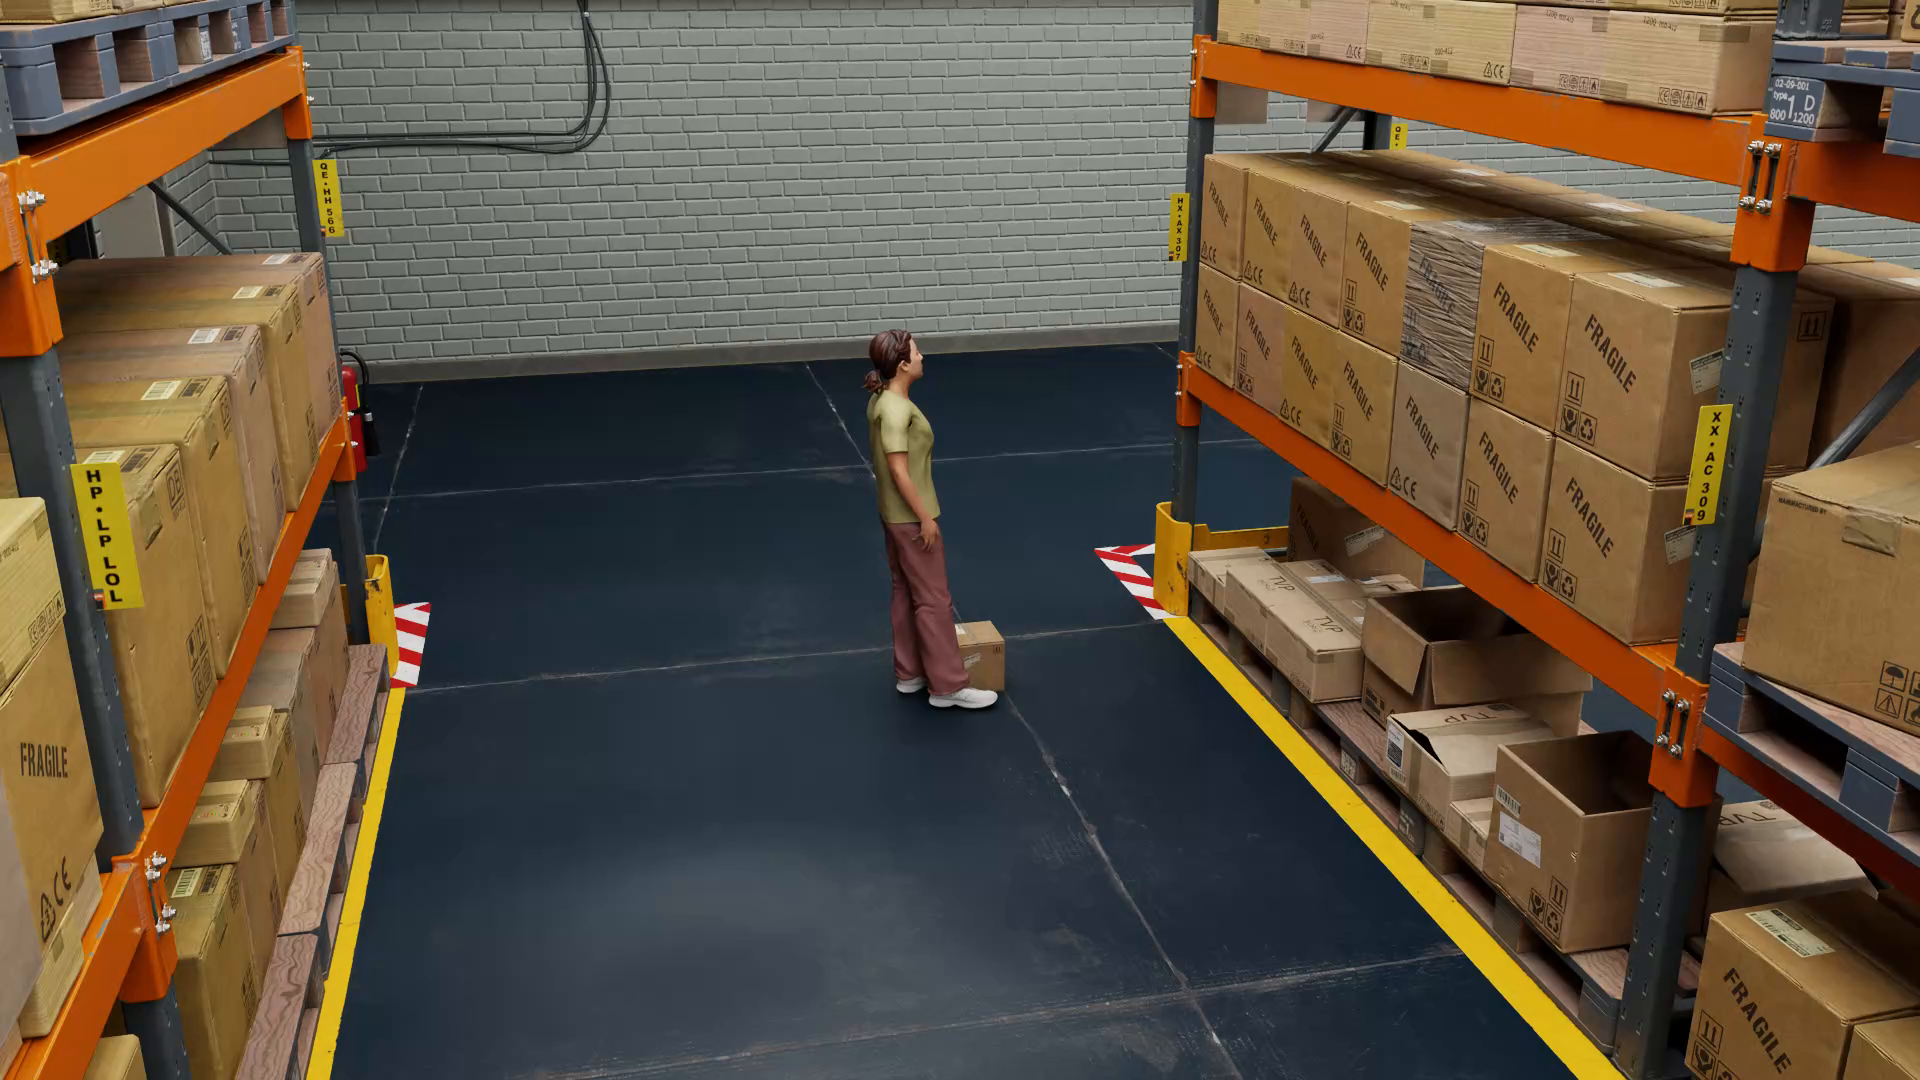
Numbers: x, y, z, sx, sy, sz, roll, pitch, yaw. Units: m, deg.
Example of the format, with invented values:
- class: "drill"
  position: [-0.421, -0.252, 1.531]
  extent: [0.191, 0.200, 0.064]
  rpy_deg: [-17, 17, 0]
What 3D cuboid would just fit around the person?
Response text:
- class: "person"
  position: [-0.152, -0.107, 7.345]
  extent: [0.549, 1.676, 0.555]
  rpy_deg: [-5, 20, -12]
